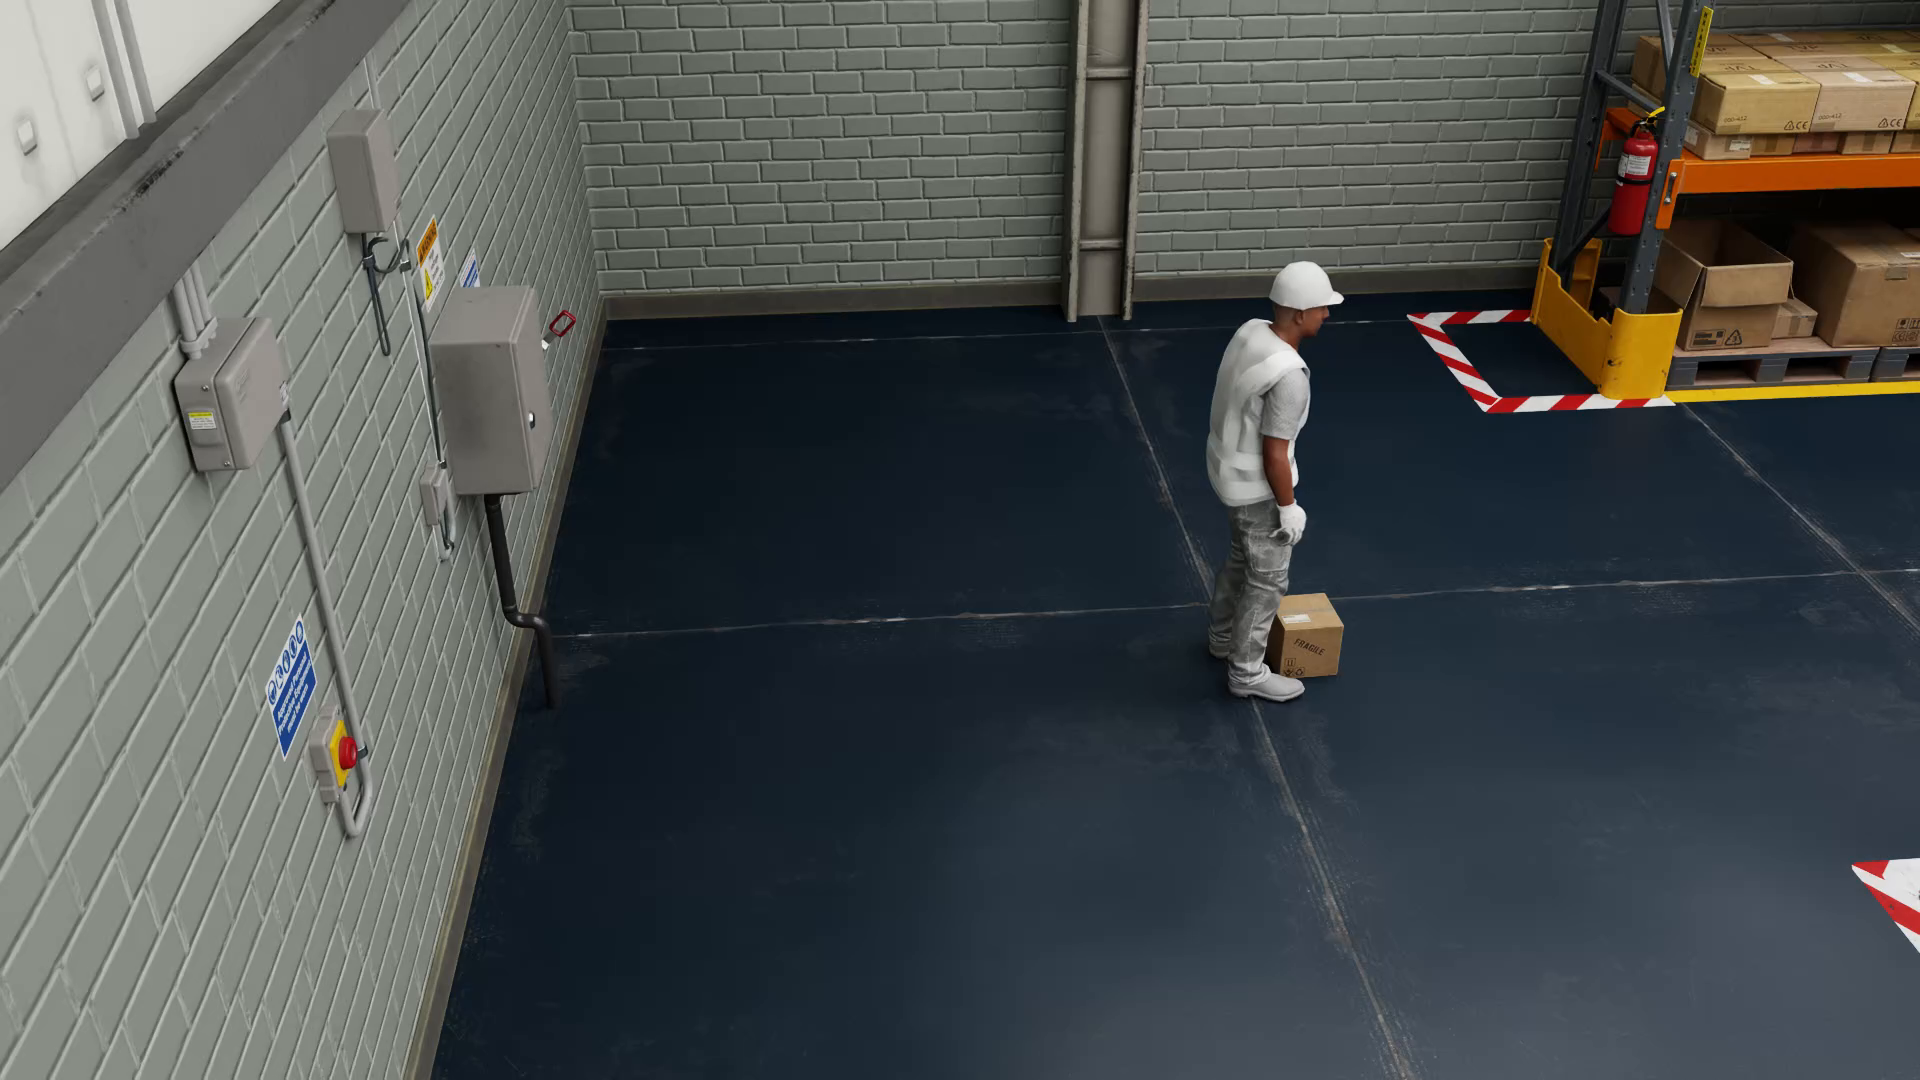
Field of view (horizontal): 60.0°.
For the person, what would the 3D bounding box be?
[{"bbox_3d":[1.198,-0.233,6.512,0.446,1.775,0.619,-3,31,-4],"label":"person"}]
